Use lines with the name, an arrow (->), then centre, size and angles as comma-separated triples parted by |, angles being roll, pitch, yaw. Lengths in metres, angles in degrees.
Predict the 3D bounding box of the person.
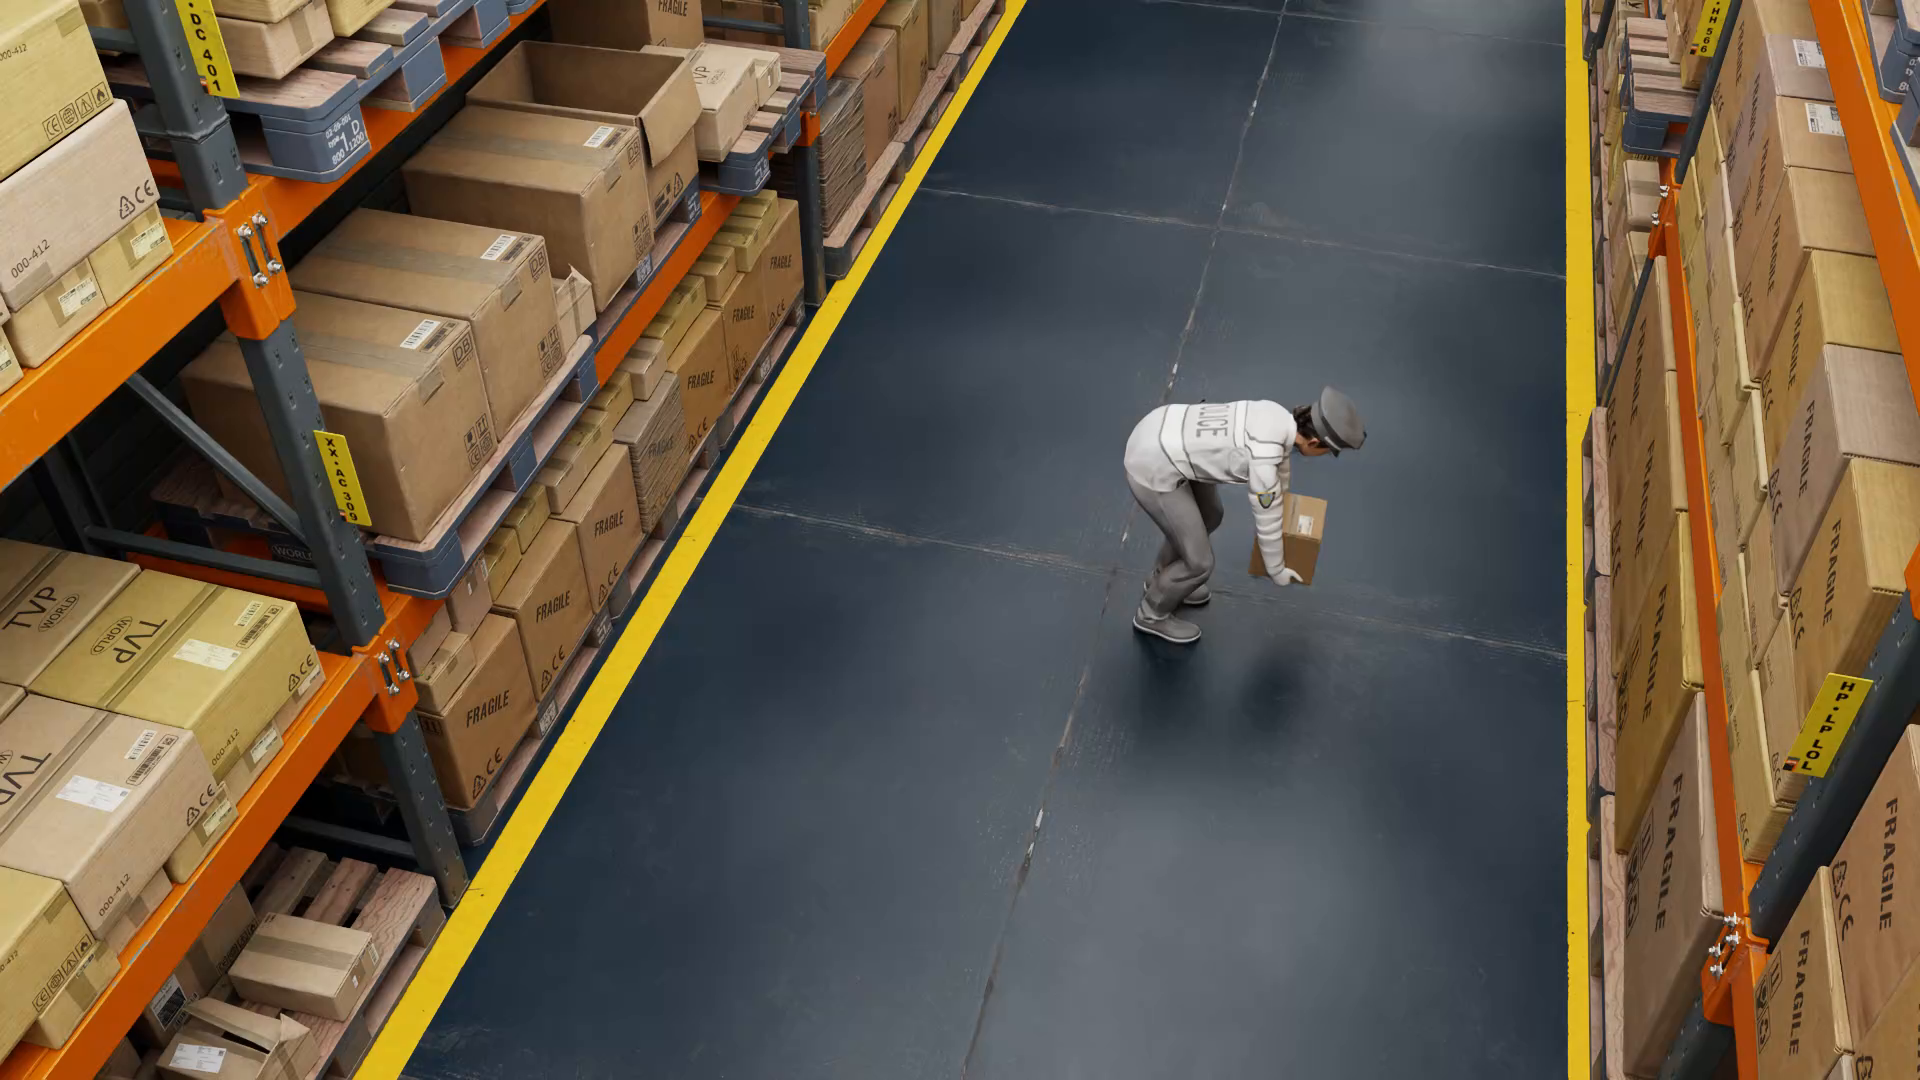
person -> 1.092, -0.114, 6.632 | 0.903, 1.215, 0.428 | 9, 42, 10
